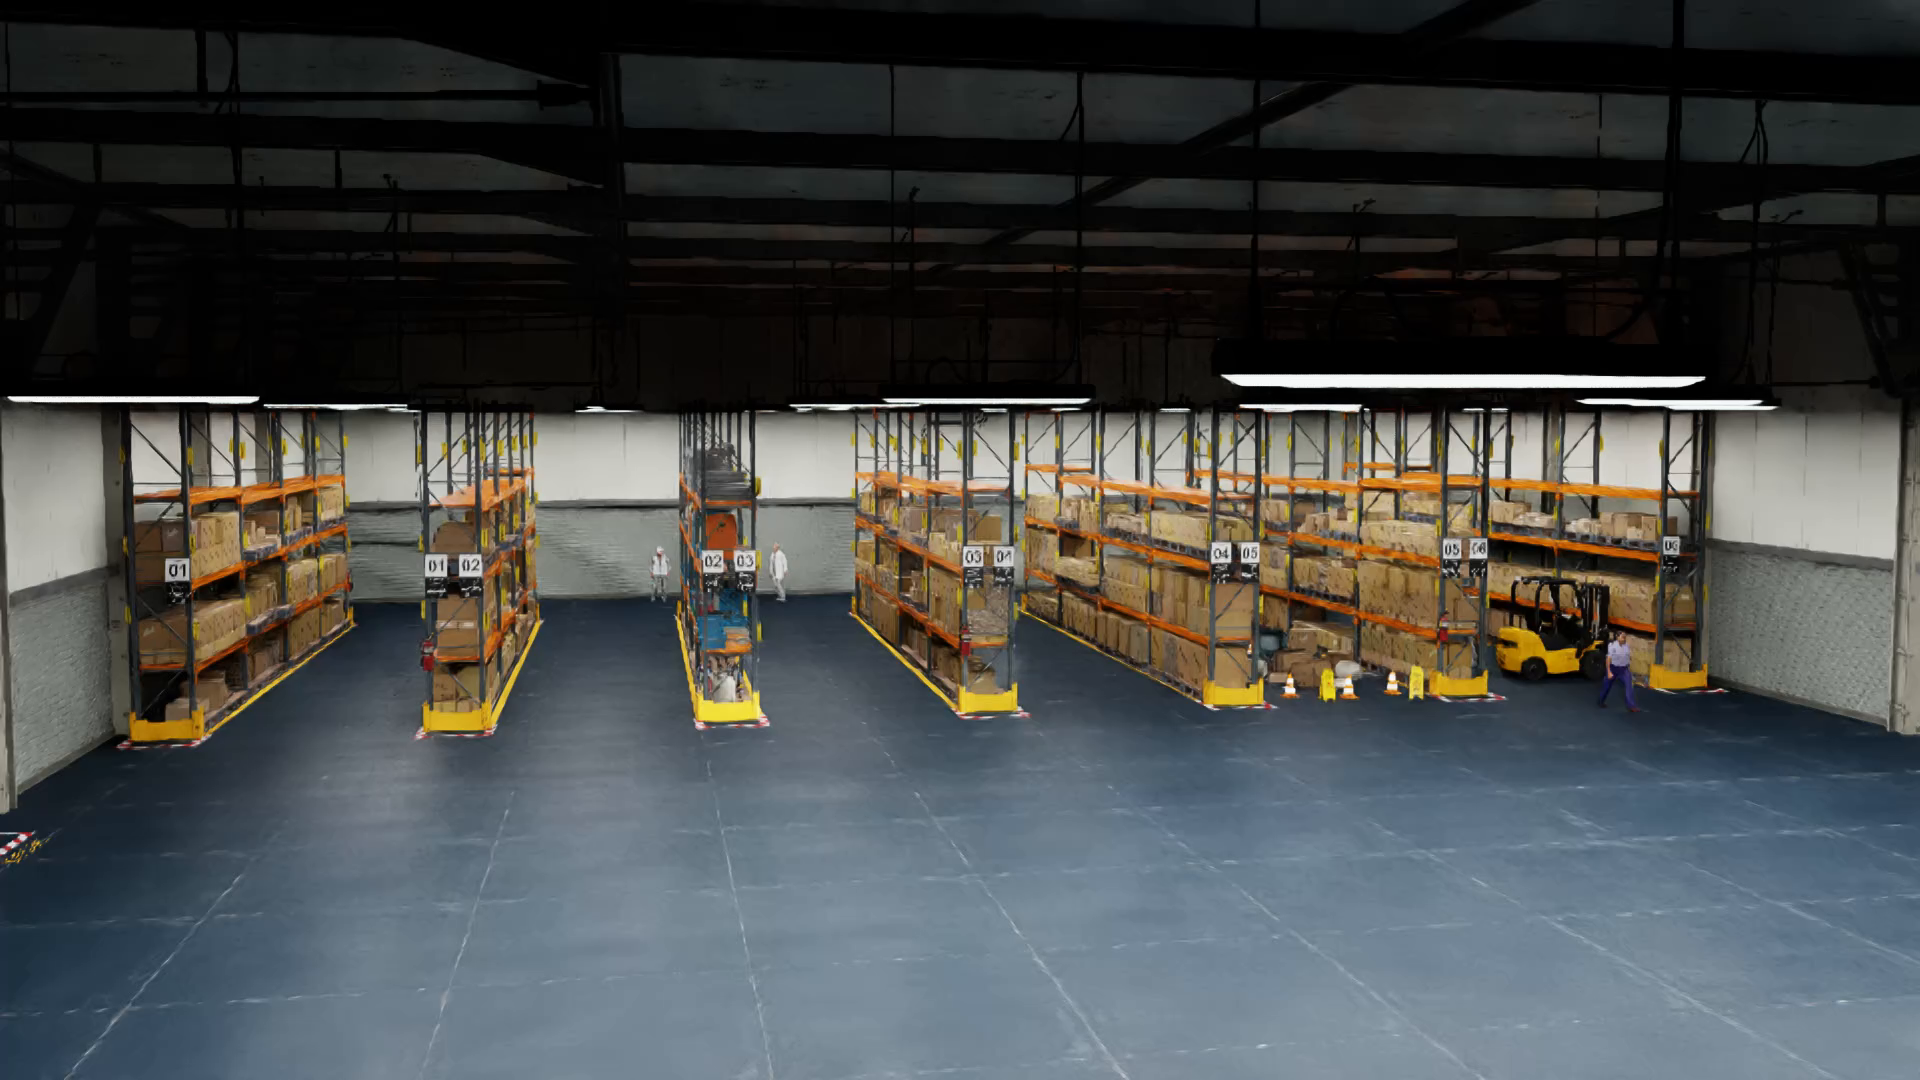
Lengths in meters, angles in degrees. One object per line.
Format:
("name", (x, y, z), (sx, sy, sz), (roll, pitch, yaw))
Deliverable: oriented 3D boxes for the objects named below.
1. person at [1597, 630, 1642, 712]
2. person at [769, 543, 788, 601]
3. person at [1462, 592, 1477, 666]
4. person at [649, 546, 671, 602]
("person", (12.703, 2.515, 32.112), (0.479, 1.544, 1.090), (-1, 4, -8))
("person", (-5.550, 0.981, 50.941), (0.694, 1.763, 0.537), (4, 6, 43))
("person", (11.520, 2.018, 37.892), (0.537, 1.667, 0.572), (2, 5, 20))
("person", (-9.170, 1.035, 50.830), (0.677, 1.726, 0.574), (-1, 4, -12))
